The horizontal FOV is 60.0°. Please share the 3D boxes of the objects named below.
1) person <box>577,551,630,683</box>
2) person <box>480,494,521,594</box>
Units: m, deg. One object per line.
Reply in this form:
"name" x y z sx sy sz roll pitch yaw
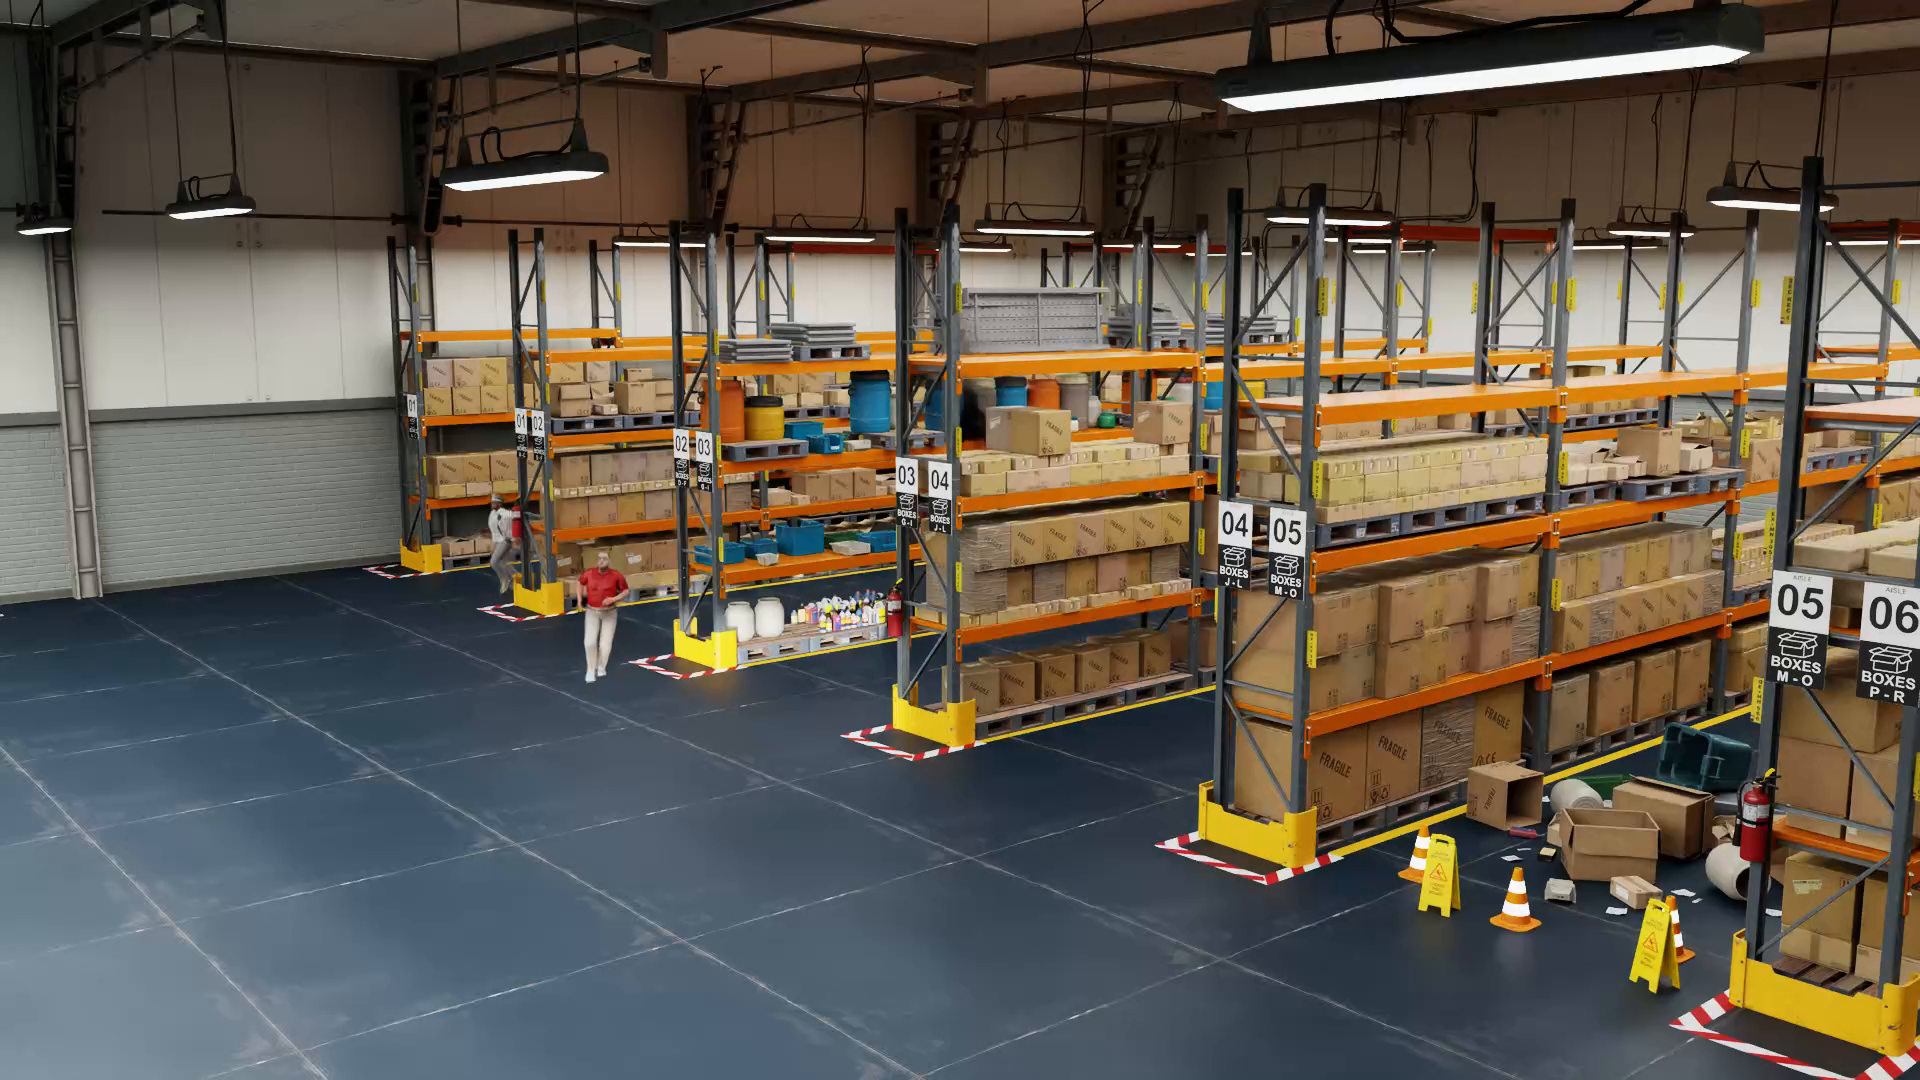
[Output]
"person" -4.661 1.013 21.738 0.691 1.768 0.627 -1 9 -6
"person" -7.699 0.057 27.992 0.587 1.672 0.775 7 11 40
